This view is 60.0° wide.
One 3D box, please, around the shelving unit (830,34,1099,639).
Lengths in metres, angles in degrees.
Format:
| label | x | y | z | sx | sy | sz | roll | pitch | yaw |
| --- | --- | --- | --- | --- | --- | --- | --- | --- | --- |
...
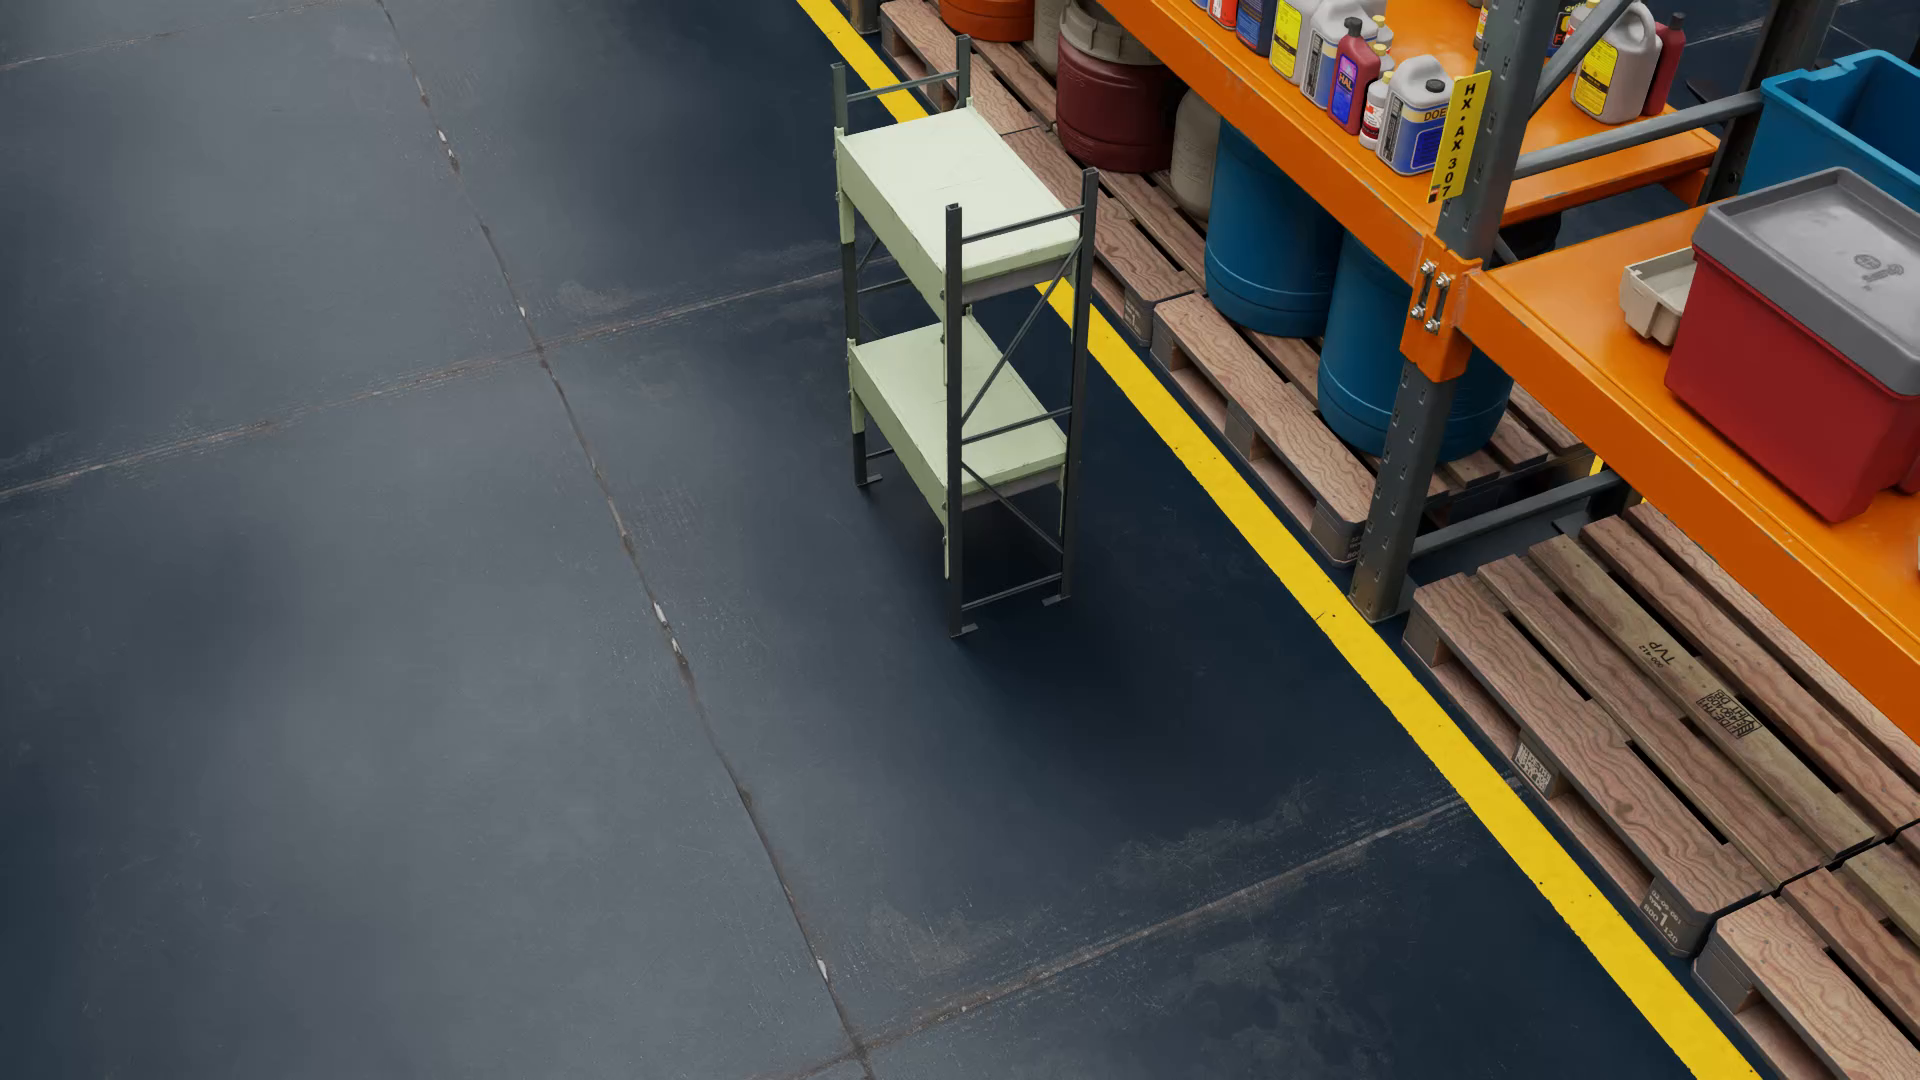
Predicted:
| label | x | y | z | sx | sy | sz | roll | pitch | yaw |
| --- | --- | --- | --- | --- | --- | --- | --- | --- | --- |
| shelving unit | -0.003 | -0.538 | 4.728 | 0.431 | 1.500 | 0.755 | -18 | 47 | -17 |

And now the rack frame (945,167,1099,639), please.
| label | x | y | z | sx | sy | sz | roll | pitch | yaw |
| --- | --- | --- | --- | --- | --- | --- | --- | --- | --- |
| rack frame | 0.151 | -0.305 | 4.491 | 0.400 | 1.500 | 0.023 | -18 | 47 | -17 |

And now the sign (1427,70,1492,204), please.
| label | x | y | z | sx | sy | sz | roll | pitch | yaw |
| --- | --- | --- | --- | --- | --- | --- | --- | --- | --- |
| sign | 1.157 | -0.932 | 3.861 | 0.100 | 0.325 | 0.005 | -18 | 47 | -17 |

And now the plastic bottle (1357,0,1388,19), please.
| label | x | y | z | sx | sy | sz | roll | pitch | yaw |
| --- | --- | --- | --- | --- | --- | --- | --- | --- | --- |
| plastic bottle | 1.105 | -1.509 | 4.678 | 0.144 | 0.351 | 0.185 | -18 | 47 | -17 |

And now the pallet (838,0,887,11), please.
| label | x | y | z | sx | sy | sz | roll | pitch | yaw |
| --- | --- | --- | --- | --- | --- | --- | --- | --- | --- |
| pallet | -0.315 | -3.056 | 8.197 | 1.003 | 0.211 | 1.213 | -18 | 47 | -17 |

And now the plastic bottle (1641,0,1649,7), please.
| label | x | y | z | sx | sy | sz | roll | pitch | yaw |
| --- | --- | --- | --- | --- | --- | --- | --- | --- | --- |
| plastic bottle | 1.834 | -1.398 | 4.614 | 0.061 | 0.283 | 0.133 | -18 | 47 | -17 |

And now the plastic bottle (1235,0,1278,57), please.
| label | x | y | z | sx | sy | sz | roll | pitch | yaw |
| --- | --- | --- | --- | --- | --- | --- | --- | --- | --- |
| plastic bottle | 0.896 | -1.584 | 4.755 | 0.144 | 0.351 | 0.185 | -18 | 47 | -17 |

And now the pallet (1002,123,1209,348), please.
| label | x | y | z | sx | sy | sz | roll | pitch | yaw |
| --- | --- | --- | --- | --- | --- | --- | --- | --- | --- |
| pallet | 0.854 | -1.284 | 6.401 | 1.003 | 0.211 | 1.213 | -18 | 47 | -17 |

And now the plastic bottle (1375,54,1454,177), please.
| label | x | y | z | sx | sy | sz | roll | pitch | yaw |
| --- | --- | --- | --- | --- | --- | --- | --- | --- | --- |
| plastic bottle | 1.198 | -1.106 | 4.323 | 0.152 | 0.276 | 0.135 | -18 | 47 | -17 |

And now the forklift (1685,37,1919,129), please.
| label | x | y | z | sx | sy | sz | roll | pitch | yaw |
| --- | --- | --- | --- | --- | --- | --- | --- | --- | --- |
| forklift | 3.691 | -1.817 | 5.005 | 1.121 | 2.935 | 3.031 | -10 | 46 | -10 |

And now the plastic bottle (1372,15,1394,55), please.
| label | x | y | z | sx | sy | sz | roll | pitch | yaw |
| --- | --- | --- | --- | --- | --- | --- | --- | --- | --- |
| plastic bottle | 1.150 | -1.361 | 4.635 | 0.097 | 0.201 | 0.097 | 0 | 45 | 0 |

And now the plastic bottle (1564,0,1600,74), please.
| label | x | y | z | sx | sy | sz | roll | pitch | yaw |
| --- | --- | --- | --- | --- | --- | --- | --- | --- | --- |
| plastic bottle | 1.769 | -1.436 | 4.712 | 0.097 | 0.201 | 0.097 | 0 | 45 | 0 |

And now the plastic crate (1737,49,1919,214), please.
| label | x | y | z | sx | sy | sz | roll | pitch | yaw |
| --- | --- | --- | --- | --- | --- | --- | --- | --- | --- |
| plastic crate | 2.163 | -0.813 | 3.907 | 0.392 | 0.384 | 0.575 | -18 | 47 | -17 |

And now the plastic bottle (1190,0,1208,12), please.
| label | x | y | z | sx | sy | sz | roll | pitch | yaw |
| --- | --- | --- | --- | --- | --- | --- | --- | --- | --- |
| plastic bottle | 0.776 | -1.746 | 4.972 | 0.152 | 0.276 | 0.135 | -18 | 47 | -17 |

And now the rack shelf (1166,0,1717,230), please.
| label | x | y | z | sx | sy | sz | roll | pitch | yaw |
| --- | --- | --- | --- | --- | --- | --- | --- | --- | --- |
| rack shelf | 0.816 | -2.082 | 5.598 | 0.919 | 0.124 | 3.809 | -18 | 47 | -17 |

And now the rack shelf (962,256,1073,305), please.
| label | x | y | z | sx | sy | sz | roll | pitch | yaw |
| --- | --- | --- | --- | --- | --- | --- | --- | --- | --- |
| rack shelf | -0.003 | -0.867 | 4.403 | 0.332 | 0.071 | 0.664 | -18 | 47 | -17 |

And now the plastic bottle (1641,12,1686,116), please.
| label | x | y | z | sx | sy | sz | roll | pitch | yaw |
| --- | --- | --- | --- | --- | --- | --- | --- | --- | --- |
| plastic bottle | 1.890 | -1.313 | 4.528 | 0.061 | 0.283 | 0.133 | -18 | 47 | -17 |

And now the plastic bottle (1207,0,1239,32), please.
| label | x | y | z | sx | sy | sz | roll | pitch | yaw |
| --- | --- | --- | --- | --- | --- | --- | --- | --- | --- |
| plastic bottle | 0.833 | -1.660 | 4.885 | 0.152 | 0.276 | 0.135 | -18 | 47 | -17 |

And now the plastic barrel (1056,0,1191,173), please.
| label | x | y | z | sx | sy | sz | roll | pitch | yaw |
| --- | --- | --- | --- | --- | --- | --- | --- | --- | --- |
| plastic barrel | 0.671 | -1.808 | 6.365 | 0.600 | 0.588 | 0.708 | -18 | 47 | -17 |

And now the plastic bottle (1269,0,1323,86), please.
| label | x | y | z | sx | sy | sz | roll | pitch | yaw |
| --- | --- | --- | --- | --- | --- | --- | --- | --- | --- |
| plastic bottle | 0.974 | -1.466 | 4.635 | 0.144 | 0.351 | 0.185 | -18 | 47 | -17 |

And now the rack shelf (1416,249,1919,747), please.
| label | x | y | z | sx | sy | sz | roll | pitch | yaw |
| --- | --- | --- | --- | --- | --- | --- | --- | --- | --- |
| rack shelf | 2.498 | 0.536 | 3.083 | 1.077 | 0.370 | 4.000 | -18 | 47 | -17 |

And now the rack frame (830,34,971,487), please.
| label | x | y | z | sx | sy | sz | roll | pitch | yaw |
| --- | --- | --- | --- | --- | --- | --- | --- | --- | --- |
| rack frame | -0.157 | -0.771 | 4.964 | 0.400 | 1.500 | 0.023 | -18 | 47 | -17 |

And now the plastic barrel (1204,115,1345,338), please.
| label | x | y | z | sx | sy | sz | roll | pitch | yaw |
| --- | --- | --- | --- | --- | --- | --- | --- | --- | --- |
| plastic barrel | 1.146 | -1.200 | 5.525 | 0.600 | 0.901 | 0.708 | -18 | 47 | -17 |

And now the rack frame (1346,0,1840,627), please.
| label | x | y | z | sx | sy | sz | roll | pitch | yaw |
| --- | --- | --- | --- | --- | --- | --- | --- | --- | --- |
| rack frame | 1.657 | -0.994 | 4.122 | 1.000 | 3.000 | 0.127 | -18 | 47 | -17 |

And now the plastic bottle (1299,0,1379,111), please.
| label | x | y | z | sx | sy | sz | roll | pitch | yaw |
| --- | --- | --- | --- | --- | --- | --- | --- | --- | --- |
| plastic bottle | 1.045 | -1.339 | 4.559 | 0.152 | 0.276 | 0.135 | -18 | 47 | -17 |

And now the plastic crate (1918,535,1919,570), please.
| label | x | y | z | sx | sy | sz | roll | pitch | yaw |
| --- | --- | --- | --- | --- | --- | --- | --- | --- | --- |
| plastic crate | 2.132 | 0.054 | 3.101 | 0.437 | 0.282 | 0.530 | -18 | 47 | -17 |

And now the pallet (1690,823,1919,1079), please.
| label | x | y | z | sx | sy | sz | roll | pitch | yaw |
| --- | --- | --- | --- | --- | --- | --- | --- | --- | --- |
| pallet | 2.519 | 1.234 | 3.849 | 1.003 | 0.211 | 1.213 | -18 | 47 | -17 |

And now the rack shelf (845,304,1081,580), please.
| label | x | y | z | sx | sy | sz | roll | pitch | yaw |
| --- | --- | --- | --- | --- | --- | --- | --- | --- | --- |
| rack shelf | -0.003 | -0.306 | 4.957 | 0.431 | 0.370 | 0.720 | -18 | 47 | -17 |

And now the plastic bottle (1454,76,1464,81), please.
| label | x | y | z | sx | sy | sz | roll | pitch | yaw |
| --- | --- | --- | --- | --- | --- | --- | --- | --- | --- |
| plastic bottle | 1.304 | -1.128 | 4.399 | 0.097 | 0.201 | 0.097 | 0 | 45 | 0 |
